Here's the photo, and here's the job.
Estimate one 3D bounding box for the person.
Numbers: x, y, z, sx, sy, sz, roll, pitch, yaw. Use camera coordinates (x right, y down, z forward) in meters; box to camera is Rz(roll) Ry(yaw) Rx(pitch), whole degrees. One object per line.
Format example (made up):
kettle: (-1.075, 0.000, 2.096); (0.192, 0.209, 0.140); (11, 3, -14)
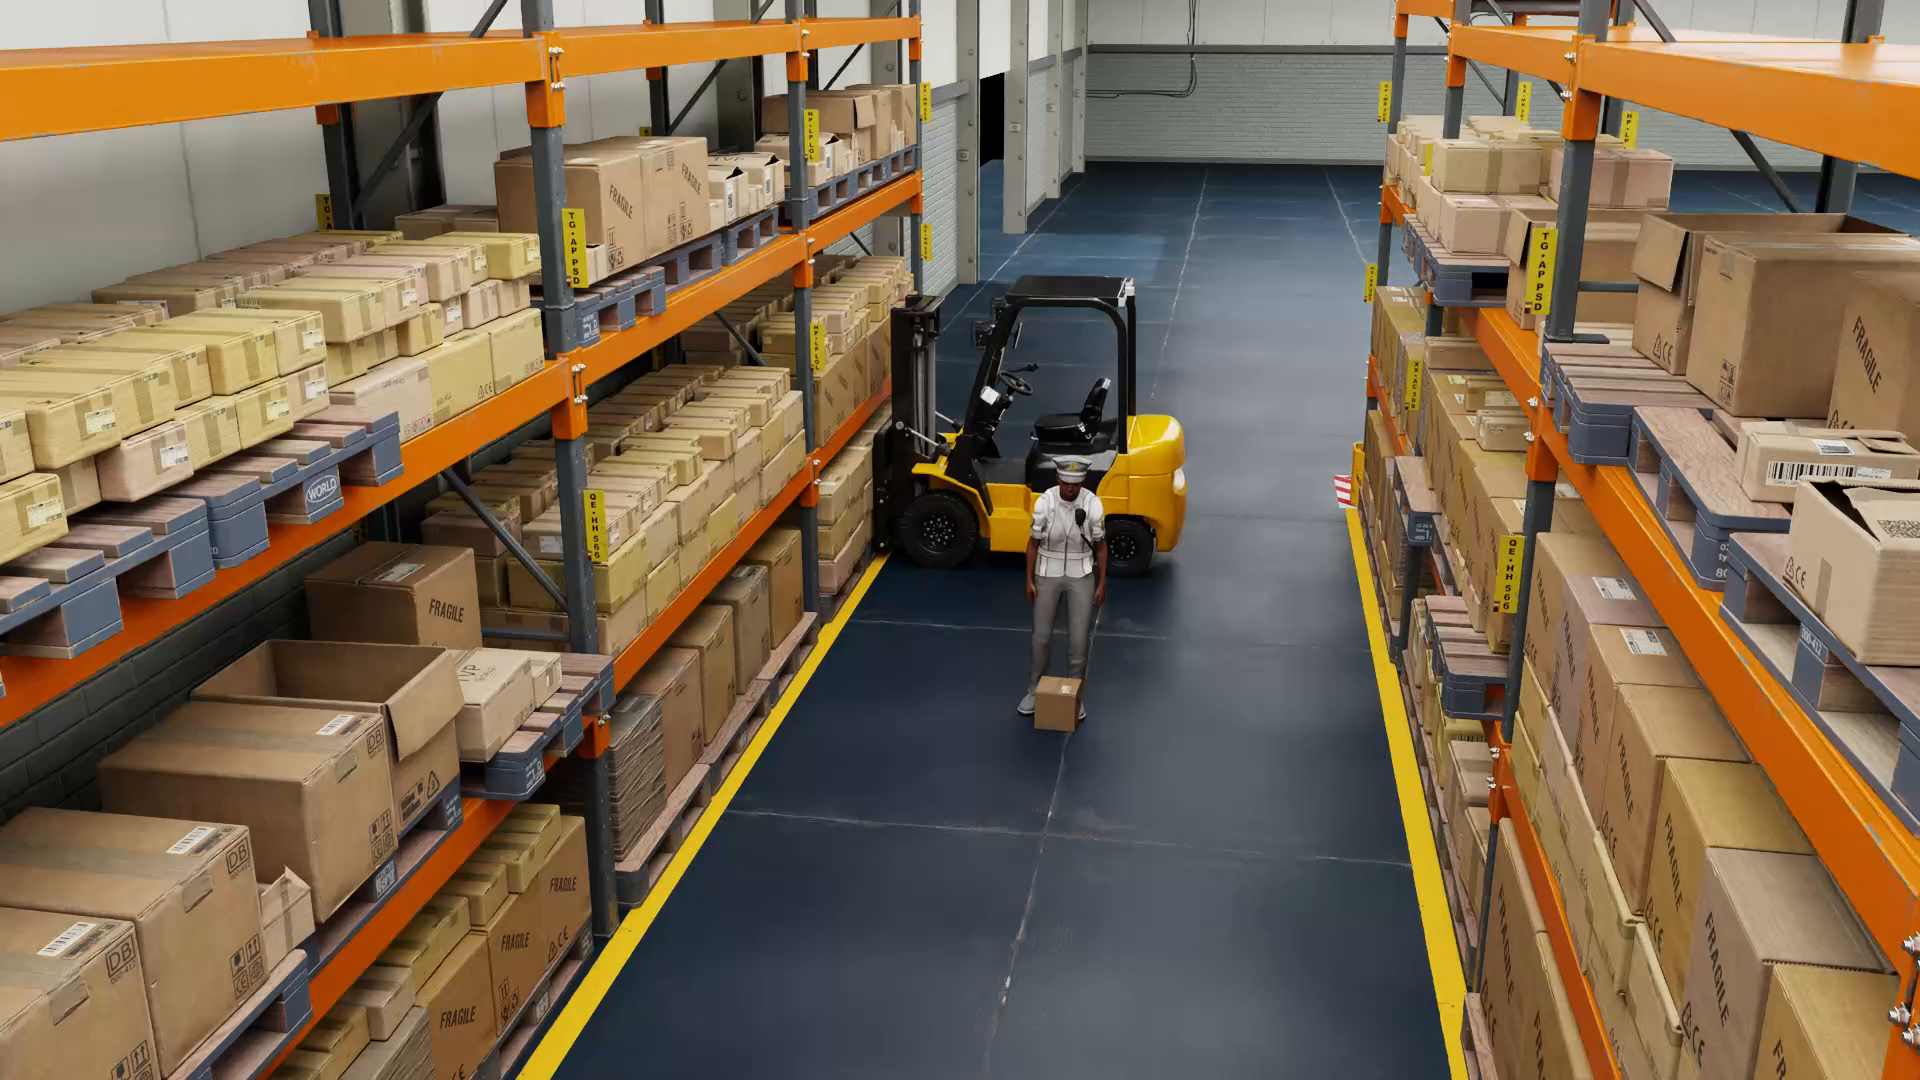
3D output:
person: (0.636, 0.269, 10.222); (0.532, 1.662, 0.424); (2, 18, 6)
